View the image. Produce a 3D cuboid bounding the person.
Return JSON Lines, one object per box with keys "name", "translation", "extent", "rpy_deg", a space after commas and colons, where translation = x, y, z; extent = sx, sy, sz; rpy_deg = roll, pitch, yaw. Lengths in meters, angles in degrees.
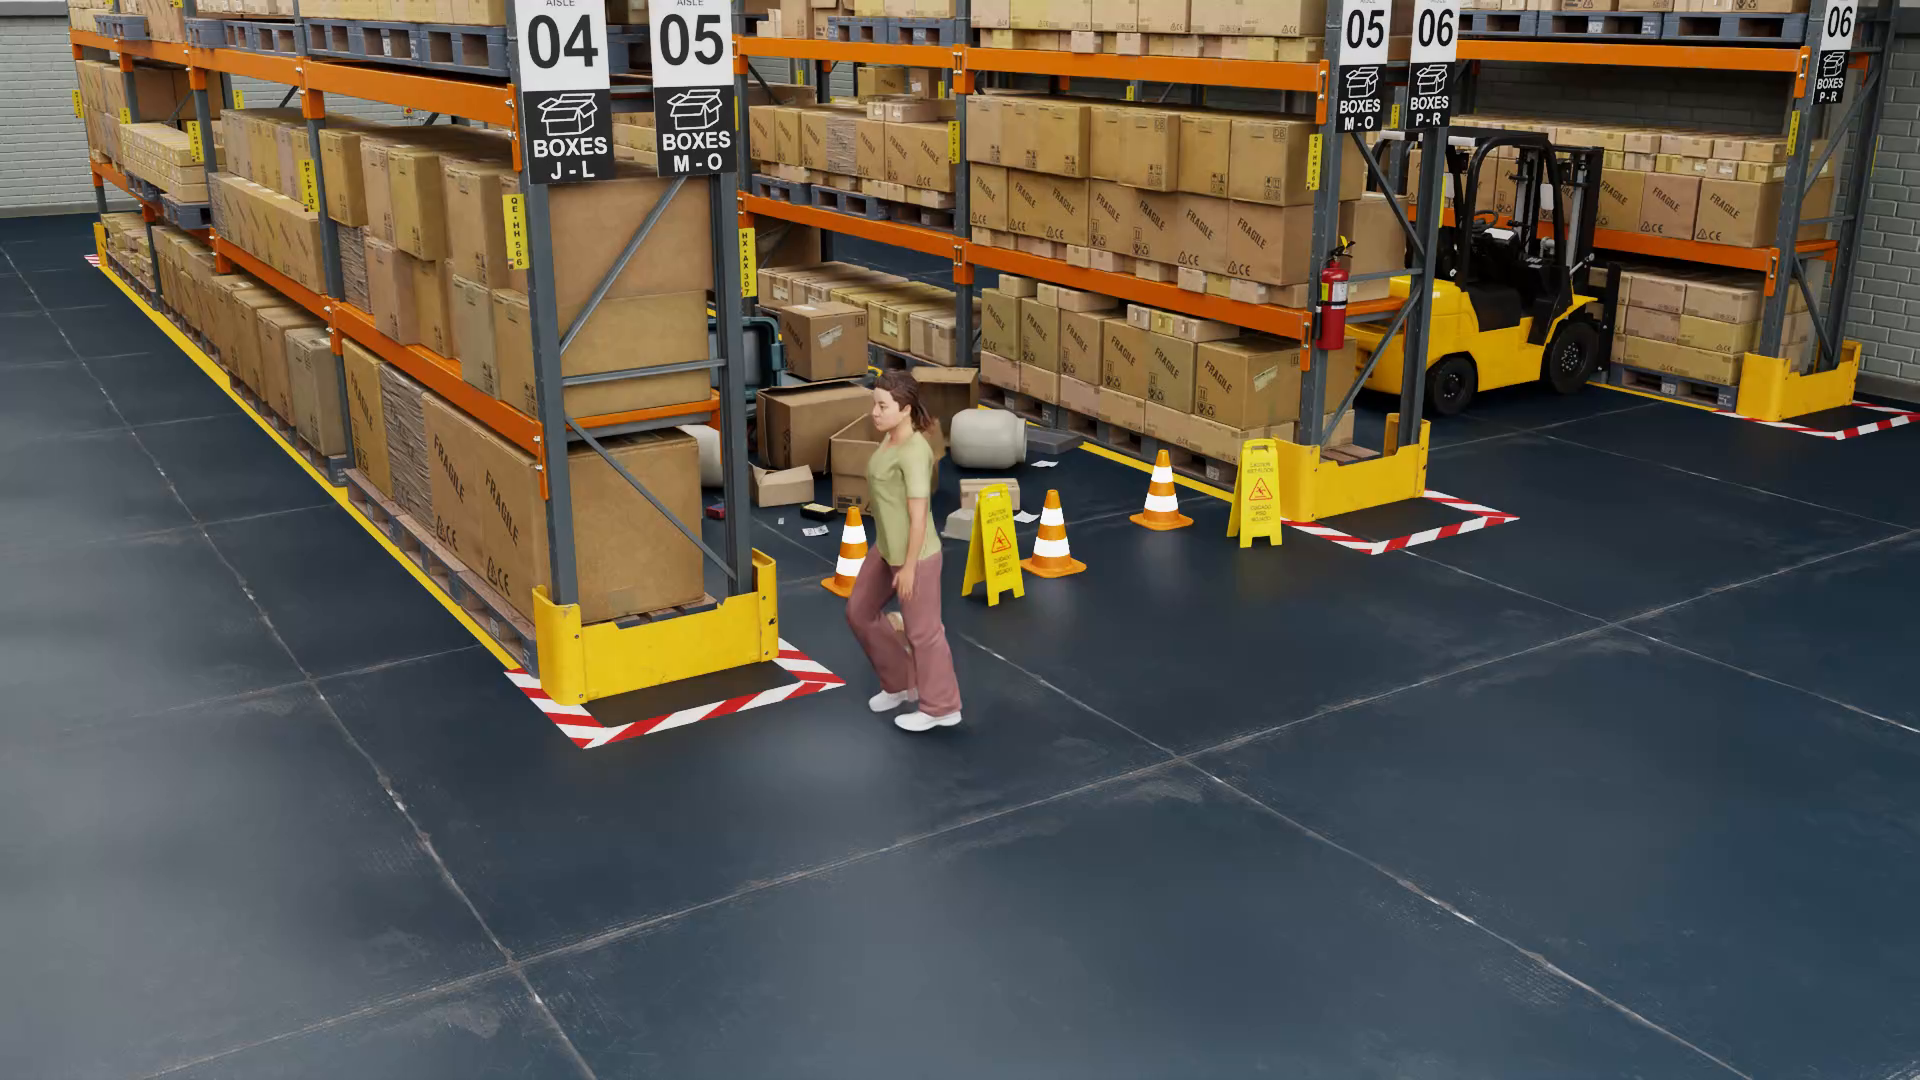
{"name": "person", "translation": [-0.236, 0.062, 7.299], "extent": [0.497, 1.663, 0.539], "rpy_deg": [-6, 19, -17]}
